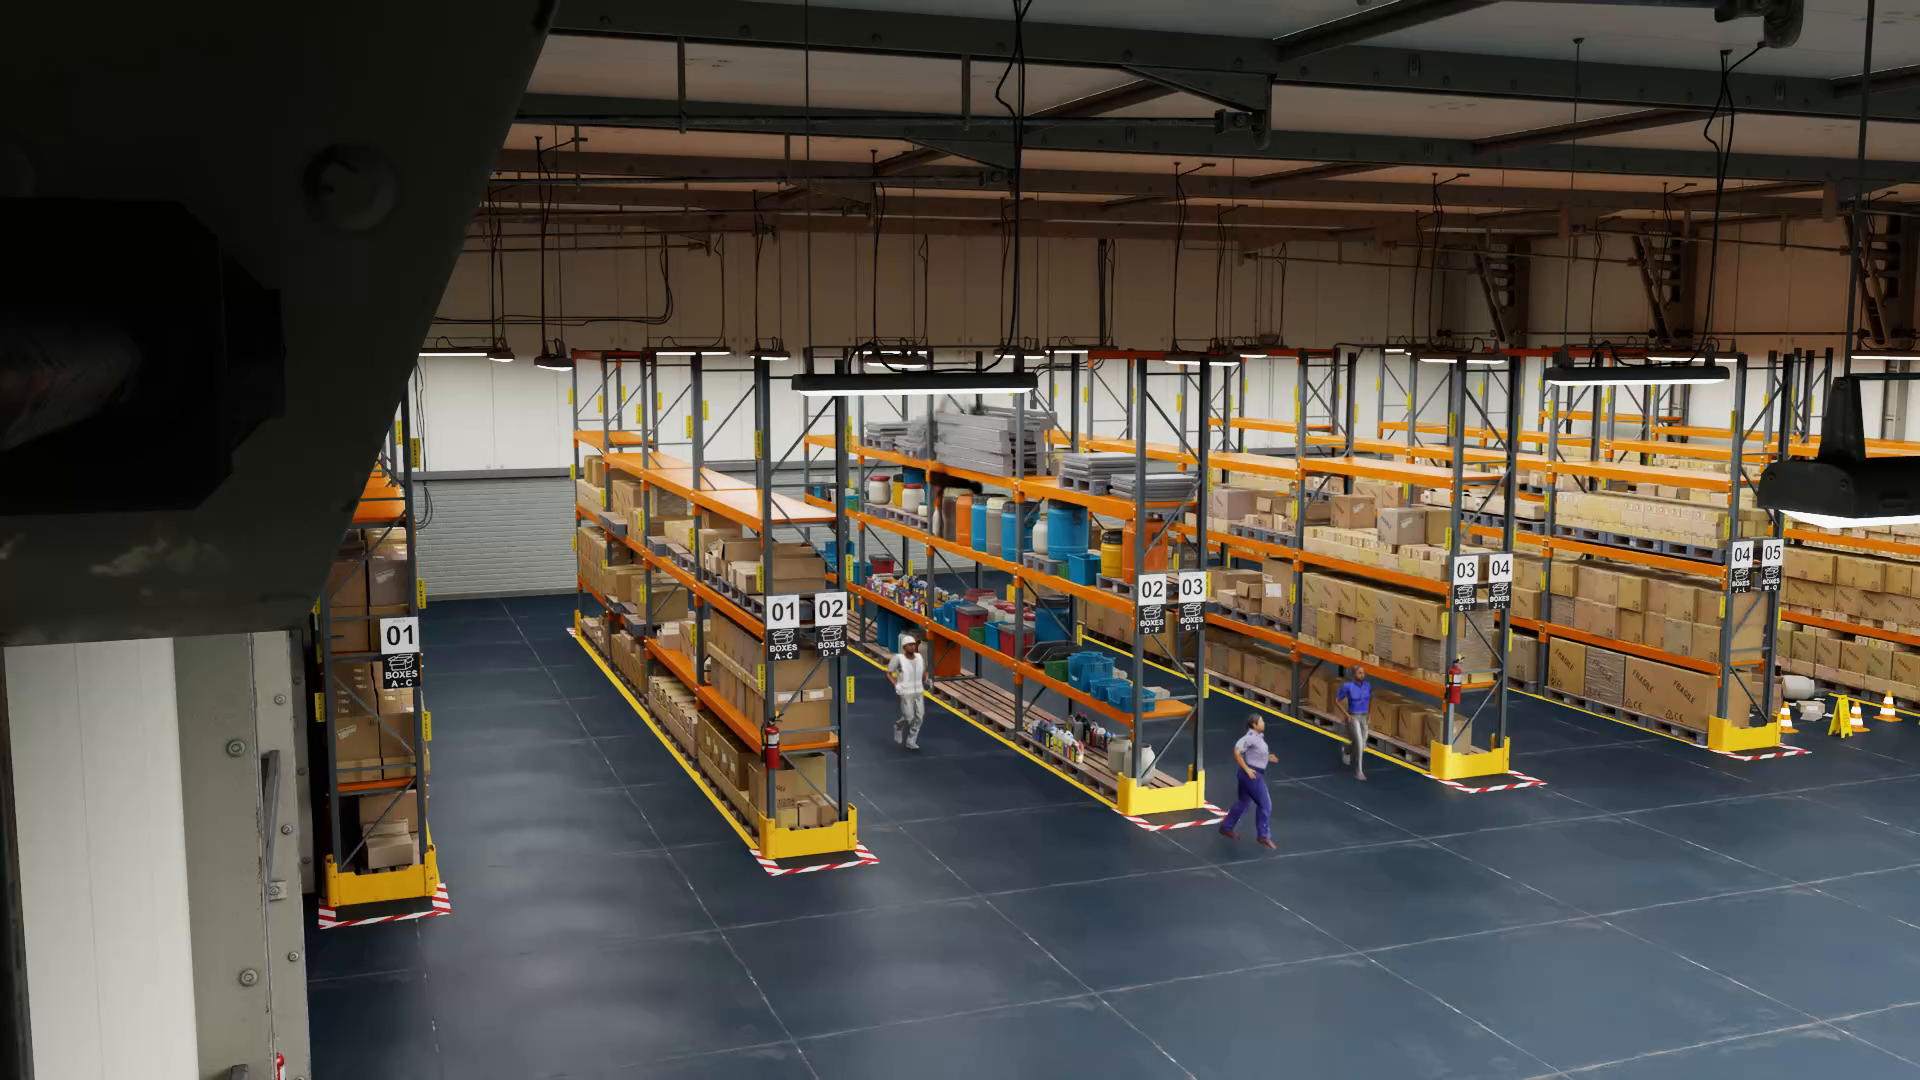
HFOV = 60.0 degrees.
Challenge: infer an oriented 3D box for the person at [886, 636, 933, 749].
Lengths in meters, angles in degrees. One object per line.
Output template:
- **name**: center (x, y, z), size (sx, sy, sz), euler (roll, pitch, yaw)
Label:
- **person**: center (-0.749, 2.326, 25.320), size (0.678, 1.735, 0.612), euler (-4, 8, -32)

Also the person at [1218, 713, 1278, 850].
- **person**: center (3.579, 2.976, 20.574), size (0.738, 1.708, 0.594), euler (1, 7, 7)

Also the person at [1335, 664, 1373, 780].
- **person**: center (5.647, 2.587, 23.871), size (0.579, 1.651, 0.666), euler (-2, 7, -18)
